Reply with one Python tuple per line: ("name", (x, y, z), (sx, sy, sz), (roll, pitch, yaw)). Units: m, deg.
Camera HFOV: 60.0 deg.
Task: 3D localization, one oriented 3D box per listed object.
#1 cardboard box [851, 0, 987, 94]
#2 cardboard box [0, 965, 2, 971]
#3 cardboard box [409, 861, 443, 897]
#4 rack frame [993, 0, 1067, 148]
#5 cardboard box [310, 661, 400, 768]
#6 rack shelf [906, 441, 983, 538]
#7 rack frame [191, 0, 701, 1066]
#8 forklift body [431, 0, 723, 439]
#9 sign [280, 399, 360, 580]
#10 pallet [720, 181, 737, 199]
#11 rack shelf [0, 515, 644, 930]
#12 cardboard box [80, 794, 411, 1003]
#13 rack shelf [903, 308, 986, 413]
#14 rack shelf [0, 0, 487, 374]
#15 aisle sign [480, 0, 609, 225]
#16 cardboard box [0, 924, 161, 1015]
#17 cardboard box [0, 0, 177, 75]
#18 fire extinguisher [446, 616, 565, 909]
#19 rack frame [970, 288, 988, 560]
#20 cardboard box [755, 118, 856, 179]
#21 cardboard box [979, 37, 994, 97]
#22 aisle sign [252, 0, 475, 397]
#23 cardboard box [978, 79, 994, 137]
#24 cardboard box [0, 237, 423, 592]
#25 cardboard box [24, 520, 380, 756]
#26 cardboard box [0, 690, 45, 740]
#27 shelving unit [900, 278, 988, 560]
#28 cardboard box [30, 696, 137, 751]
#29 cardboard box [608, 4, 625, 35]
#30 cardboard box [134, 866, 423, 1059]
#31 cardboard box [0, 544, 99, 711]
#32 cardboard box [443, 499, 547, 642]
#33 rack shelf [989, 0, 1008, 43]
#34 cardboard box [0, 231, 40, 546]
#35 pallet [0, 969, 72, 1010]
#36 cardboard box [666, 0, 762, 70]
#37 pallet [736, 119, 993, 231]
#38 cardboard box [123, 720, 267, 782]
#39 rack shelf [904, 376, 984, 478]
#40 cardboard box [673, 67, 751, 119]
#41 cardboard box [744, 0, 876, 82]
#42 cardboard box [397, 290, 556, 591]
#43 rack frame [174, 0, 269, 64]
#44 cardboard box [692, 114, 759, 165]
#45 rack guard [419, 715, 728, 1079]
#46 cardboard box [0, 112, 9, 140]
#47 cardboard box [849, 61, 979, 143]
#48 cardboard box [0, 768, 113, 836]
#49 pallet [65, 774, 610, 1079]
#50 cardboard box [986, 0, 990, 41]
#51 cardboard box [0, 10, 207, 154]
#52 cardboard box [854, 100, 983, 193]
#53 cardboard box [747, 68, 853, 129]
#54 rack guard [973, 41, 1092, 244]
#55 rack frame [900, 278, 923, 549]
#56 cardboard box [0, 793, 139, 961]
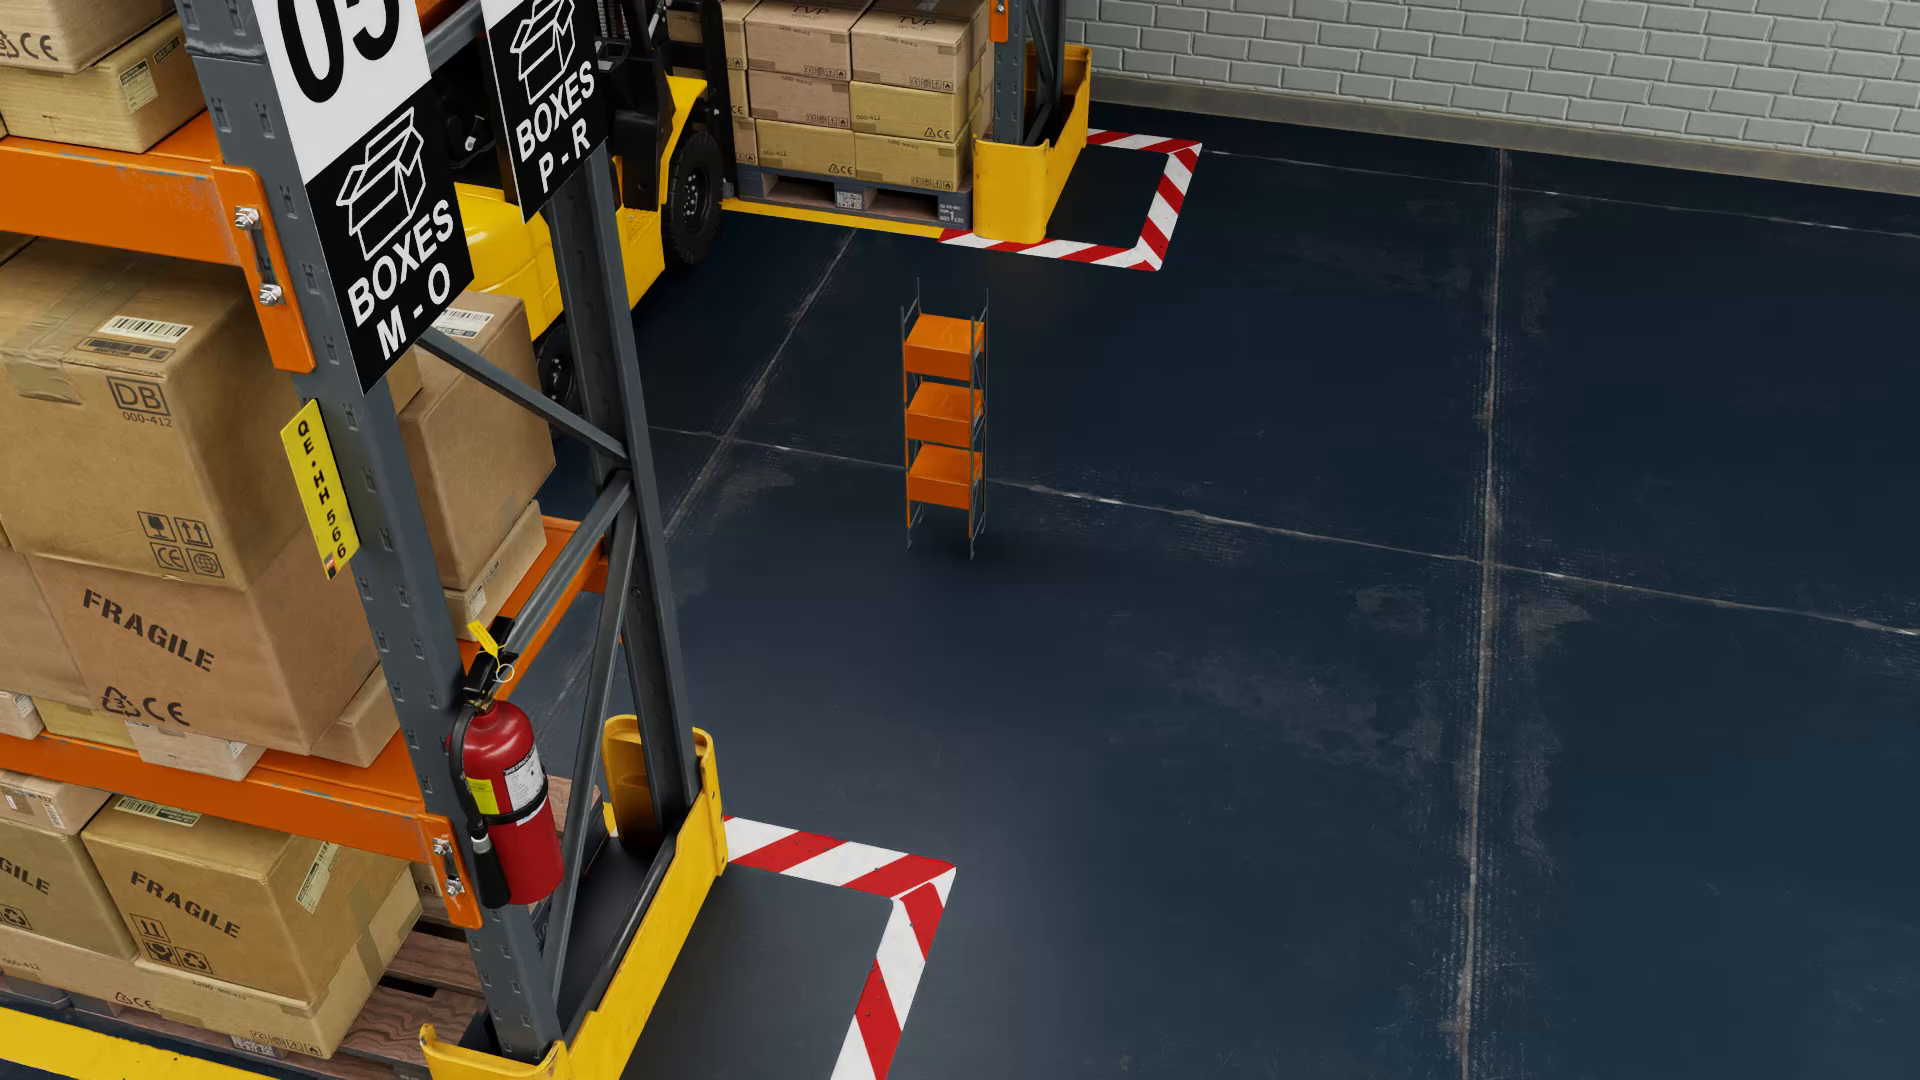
("cardboard box", (-0.185, -2.318, 7.712), (0.500, 0.250, 0.500), (11, 41, 13))
("cardboard box", (-2.794, 0.890, 4.669), (0.500, 0.250, 0.500), (8, 41, 10))
("cardboard box", (-1.646, 0.726, 4.865), (0.500, 0.250, 0.500), (9, 41, 11))
("rack frame", (0.341, -2.945, 7.424), (0.127, 3.000, 1.000), (10, 41, 11))
("cardboard box", (-1.355, 0.307, 3.748), (0.250, 0.149, 0.380), (11, 41, 13))
("rack shelf", (-0.052, -0.190, 6.108), (0.240, 0.259, 0.215), (10, 41, 11))
("rack frame", (-0.939, 0.140, 3.751), (0.127, 3.000, 1.000), (10, 41, 11))
("forklift body", (-1.962, -1.801, 6.722), (1.214, 2.155, 2.313), (10, 41, 11))
("sign", (-1.101, -0.083, 2.871), (0.005, 0.325, 0.100), (10, 41, 11))
("pallet", (-1.583, -2.182, 8.684), (1.213, 0.211, 1.003), (10, 41, 11))
("rack shelf", (-2.871, 0.083, 4.378), (4.000, 0.370, 1.077), (10, 41, 11))
("cardboard box", (-1.780, 0.774, 4.225), (0.500, 0.500, 0.500), (10, 41, 12))
("rack shelf", (-0.052, -0.620, 5.747), (0.240, 0.259, 0.215), (10, 41, 11))
("rack shelf", (-2.871, -1.066, 3.414), (4.000, 0.370, 1.077), (10, 41, 11))
("aisle sign", (-0.799, -1.038, 3.132), (0.004, 0.787, 0.394), (10, 41, 11))
("cardboard box", (-2.287, 0.974, 4.570), (0.500, 0.250, 0.500), (10, 41, 12))
("cardboard box", (-1.502, -0.983, 2.641), (0.500, 0.250, 0.500), (9, 41, 11))
("fire extinguisher", (-0.947, 0.475, 3.412), (0.183, 0.674, 0.296), (10, 41, 11))
("rack frame", (0.066, -0.391, 5.899), (0.008, 1.050, 0.200), (10, 41, 11))
("cardboard box", (-0.673, -2.023, 8.138), (0.500, 0.250, 0.500), (10, 41, 11))
("cardboard box", (-0.060, -2.451, 8.259), (0.500, 0.250, 0.500), (10, 41, 12))
("aisle sign", (-0.954, -0.665, 2.688), (0.004, 0.787, 0.394), (10, 41, 11))
("cardboard box", (-0.083, -2.256, 8.415), (0.500, 0.250, 0.500), (10, 41, 12))
("cardboard box", (-1.488, -0.345, 3.241), (0.500, 0.500, 0.700), (9, 41, 10))
("cardboard box", (-1.534, 0.069, 3.527), (0.500, 0.500, 0.500), (9, 41, 11))
("cardboard box", (-2.127, 0.254, 3.811), (0.250, 0.149, 0.380), (10, 41, 12))
("shelving unit", (-0.052, -0.411, 5.923), (0.252, 1.050, 0.215), (10, 41, 11))
("cardboard box", (-1.871, 0.278, 3.782), (0.250, 0.149, 0.380), (9, 41, 11))
("cardboard box", (-1.657, -2.566, 8.007), (0.500, 0.250, 0.500), (9, 41, 11))
("cardboard box", (-1.812, 1.061, 4.466), (0.500, 0.250, 0.500), (10, 41, 11))
("cardboard box", (-2.017, -0.018, 3.629), (0.500, 0.500, 0.500), (10, 41, 12))
("cardboard box", (-1.213, 0.051, 4.052), (0.250, 0.149, 0.380), (10, 41, 12))
("rack shelf", (-1.591, -3.002, 8.051), (4.000, 0.370, 1.077), (10, 41, 11))
("cardboard box", (-1.975, -0.433, 3.347), (0.500, 0.500, 0.700), (10, 41, 12))
("pallet", (-2.962, 0.834, 5.093), (1.213, 0.211, 1.003), (10, 41, 11))
("cardboard box", (-1.169, -2.477, 7.901), (0.500, 0.250, 0.500), (10, 41, 12))
("pallet", (-0.409, -1.978, 8.441), (1.213, 0.211, 1.003), (10, 41, 11))
("cardboard box", (-1.628, 0.334, 3.716), (0.250, 0.149, 0.380), (9, 41, 11))
("rack shelf", (-0.052, -0.403, 5.930), (0.240, 0.259, 0.215), (10, 41, 11))
("cardboard box", (-1.196, -2.293, 8.071), (0.500, 0.250, 0.500), (9, 41, 10))
("cardboard box", (-0.679, -2.399, 7.809), (0.500, 0.250, 0.500), (10, 41, 12))
("cardboard box", (-1.324, -0.263, 3.922), (0.500, 0.500, 0.500), (9, 41, 11))
("rack frame", (-0.939, -2.157, 1.822), (0.127, 3.000, 1.000), (10, 41, 11))
("cardboard box", (-1.153, -2.112, 8.243), (0.500, 0.250, 0.500), (10, 41, 12))
("rack guard", (-1.012, 1.084, 4.570), (0.348, 0.500, 1.175), (10, 41, 11))
("cardboard box", (-1.604, -0.819, 2.756), (0.250, 0.149, 0.380), (10, 41, 12))
("cardboard box", (-0.210, -2.131, 7.877), (0.500, 0.250, 0.500), (9, 41, 11))
("cardboard box", (-2.152, 0.506, 4.039), (0.250, 0.149, 0.380), (11, 41, 13))
("pallet", (-1.788, 1.038, 4.850), (1.213, 0.211, 1.003), (10, 41, 11))
("cardboard box", (-0.074, -2.633, 8.087), (0.500, 0.250, 0.500), (9, 41, 11))
("cardboard box", (-1.356, -0.798, 2.731), (0.250, 0.149, 0.380), (10, 41, 12))
("cardboard box", (-0.195, -1.934, 8.032), (0.500, 0.250, 0.500), (10, 41, 12))
("cardboard box", (-0.692, -2.221, 7.985), (0.500, 0.250, 0.500), (9, 41, 11))
("rack guard", (0.364, -1.983, 8.223), (0.348, 0.500, 1.175), (10, 41, 11))
("rack frame", (-0.170, -0.431, 5.947), (0.008, 1.050, 0.200), (10, 41, 11))
("cardboard box", (-2.285, 0.689, 4.326), (0.500, 0.500, 0.500), (11, 41, 13))
